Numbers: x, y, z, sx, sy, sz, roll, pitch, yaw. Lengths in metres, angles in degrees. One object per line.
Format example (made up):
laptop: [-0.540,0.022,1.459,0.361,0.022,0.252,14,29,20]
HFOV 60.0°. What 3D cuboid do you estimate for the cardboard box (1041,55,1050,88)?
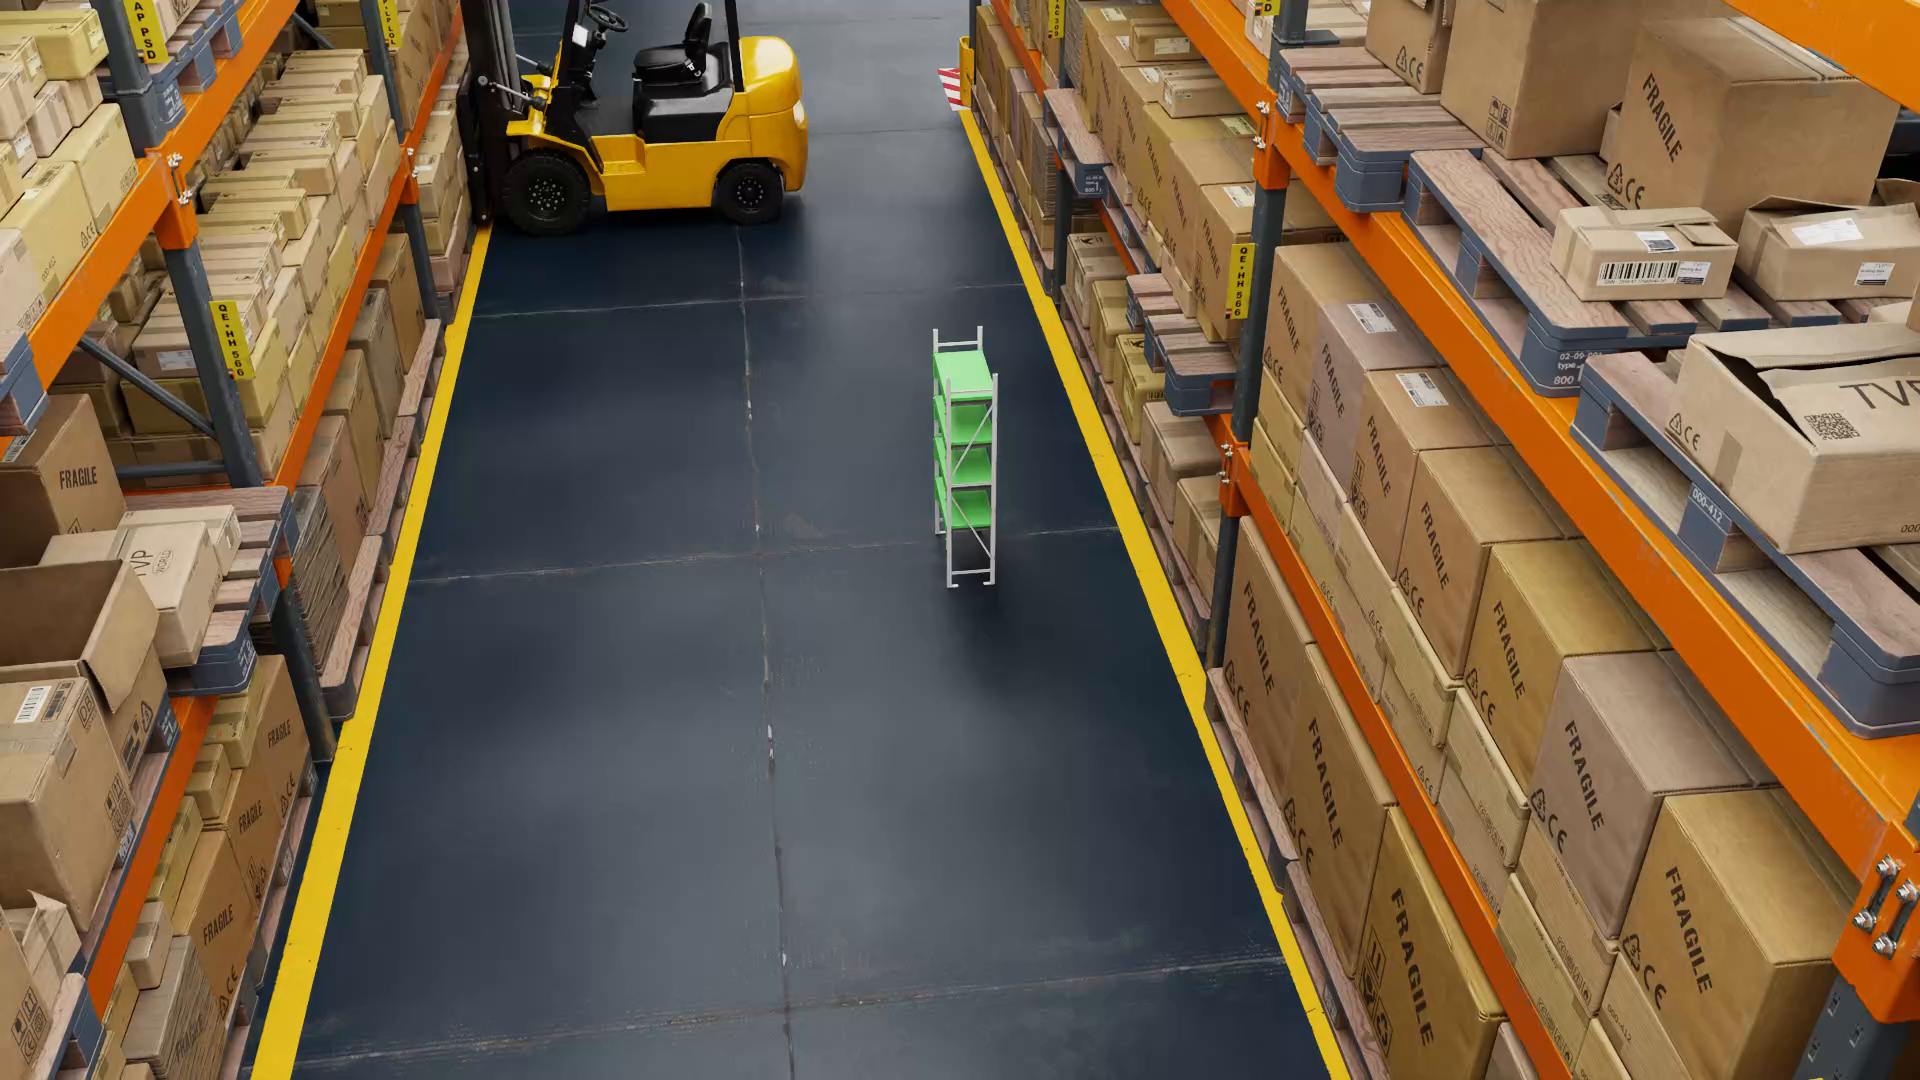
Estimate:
cardboard box: [0.734,-3.055,10.792,0.380,0.149,0.250,-4,34,-5]

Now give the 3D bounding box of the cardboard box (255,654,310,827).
cardboard box: [-2.991,0.825,6.722,0.500,0.500,0.500,-3,34,-5]

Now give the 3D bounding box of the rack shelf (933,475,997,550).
rack shelf: [0.022,-0.152,8.448,0.258,0.148,0.480,-4,35,-6]

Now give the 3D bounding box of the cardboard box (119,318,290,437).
cardboard box: [-3.054,-0.666,6.753,0.500,0.250,0.500,-4,35,-6]

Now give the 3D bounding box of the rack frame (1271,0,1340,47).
rack frame: [1.657,-3.111,5.324,1.000,3.000,0.127,-4,35,-6]

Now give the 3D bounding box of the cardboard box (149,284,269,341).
cardboard box: [-3.049,-0.912,6.760,0.380,0.149,0.250,-4,34,-5]

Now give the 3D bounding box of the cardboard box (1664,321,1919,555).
cardboard box: [1.869,-0.252,3.499,0.500,0.311,0.500,-4,35,-6]

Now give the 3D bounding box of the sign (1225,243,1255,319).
sign: [1.121,-1.031,6.642,0.100,0.325,0.005,-4,35,-6]

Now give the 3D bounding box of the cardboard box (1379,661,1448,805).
cardboard box: [1.695,0.576,5.375,0.500,0.250,0.500,-4,35,-6]

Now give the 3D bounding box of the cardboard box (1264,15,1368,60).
cardboard box: [1.407,-1.927,6.474,0.380,0.149,0.250,-4,35,-6]

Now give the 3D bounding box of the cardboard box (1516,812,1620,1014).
cardboard box: [1.820,0.950,4.382,0.500,0.250,0.500,-4,34,-5]

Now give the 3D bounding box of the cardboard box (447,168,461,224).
cardboard box: [-3.628,-2.304,11.092,0.500,0.250,0.500,-5,35,-7]

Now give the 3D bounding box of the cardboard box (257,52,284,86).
cardboard box: [-3.964,-2.583,9.212,0.380,0.149,0.250,-5,35,-7]

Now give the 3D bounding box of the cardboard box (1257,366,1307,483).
cardboard box: [1.481,-0.475,6.473,0.500,0.250,0.500,-5,35,-7]

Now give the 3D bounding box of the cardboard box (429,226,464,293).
cardboard box: [-3.536,-1.818,10.823,0.500,0.250,0.500,-4,34,-6]

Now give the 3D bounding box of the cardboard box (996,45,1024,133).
cardboard box: [0.554,-3.387,12.459,0.500,0.500,0.500,-4,34,-5]

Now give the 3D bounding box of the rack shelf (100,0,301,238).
rack shelf: [-3.530,-2.312,7.454,1.077,0.370,4.000,-4,35,-6]

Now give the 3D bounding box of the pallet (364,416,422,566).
pallet: [-3.494,-0.243,8.919,1.003,0.211,1.213,-4,35,-6]

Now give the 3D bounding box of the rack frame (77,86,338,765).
rack frame: [-3.261,-0.254,6.459,1.000,3.000,0.127,-4,35,-6]

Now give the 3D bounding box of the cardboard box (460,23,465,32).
cardboard box: [-3.966,-3.935,13.042,0.500,0.250,0.500,-3,34,-5]

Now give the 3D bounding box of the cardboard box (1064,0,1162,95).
cardboard box: [0.898,-2.918,9.643,0.500,0.500,0.500,-4,34,-5]

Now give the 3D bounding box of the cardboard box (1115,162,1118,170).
cardboard box: [1.044,-2.024,8.907,0.380,0.149,0.250,-4,34,-6]

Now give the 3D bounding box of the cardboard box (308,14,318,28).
cardboard box: [-4.190,-3.036,10.452,0.500,0.500,0.500,-4,34,-6]

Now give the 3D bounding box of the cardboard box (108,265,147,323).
cardboard box: [-3.625,-1.016,6.912,0.380,0.149,0.250,-4,35,-6]

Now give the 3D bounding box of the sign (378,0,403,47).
sign: [-3.262,-2.978,9.499,0.100,0.325,0.005,-4,35,-6]

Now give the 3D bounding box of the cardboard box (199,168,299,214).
cardboard box: [-3.327,-1.621,7.800,0.380,0.149,0.250,-4,35,-6]

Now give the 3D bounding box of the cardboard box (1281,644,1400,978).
cardboard box: [1.784,0.962,6.188,0.875,0.875,0.875,-4,34,-6]

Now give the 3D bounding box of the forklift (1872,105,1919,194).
forklift: [3.476,-0.897,7.463,1.130,2.935,3.031,-3,34,-5]

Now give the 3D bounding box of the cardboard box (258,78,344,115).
cardboard box: [-3.499,-2.338,8.853,0.380,0.149,0.250,-4,35,-6]

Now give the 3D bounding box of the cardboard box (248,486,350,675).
cardboard box: [-3.331,0.205,7.521,0.875,0.625,0.625,-3,34,-5]

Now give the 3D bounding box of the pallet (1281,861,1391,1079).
pallet: [1.849,1.645,6.148,1.003,0.211,1.213,-4,35,-6]

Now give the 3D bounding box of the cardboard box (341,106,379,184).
cardboard box: [-3.403,-2.089,8.841,0.500,0.250,0.500,-5,35,-8]

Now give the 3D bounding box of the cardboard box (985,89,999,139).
cardboard box: [0.477,-3.377,13.110,0.500,0.250,0.500,-3,34,-5]

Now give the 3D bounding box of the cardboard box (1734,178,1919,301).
cardboard box: [2.296,-0.803,4.348,0.396,0.266,0.258,-2,34,-2]

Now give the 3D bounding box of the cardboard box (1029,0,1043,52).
cardboard box: [0.737,-3.544,10.934,0.500,0.500,0.500,-3,34,-5]

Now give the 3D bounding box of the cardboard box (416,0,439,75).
cardboard box: [-3.755,-3.366,10.938,0.500,0.500,0.500,-5,35,-7]

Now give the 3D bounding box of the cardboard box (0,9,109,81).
cardboard box: [-2.921,-1.550,5.212,0.380,0.149,0.250,-3,34,-5]

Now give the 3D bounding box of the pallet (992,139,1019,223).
pallet: [0.827,-2.766,12.621,1.003,0.211,1.213,-4,35,-6]

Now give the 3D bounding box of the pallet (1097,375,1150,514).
pallet: [1.393,-0.595,9.436,1.003,0.211,1.213,-4,35,-6]

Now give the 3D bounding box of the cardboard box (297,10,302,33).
cardboard box: [-4.165,-3.092,9.959,0.380,0.149,0.250,-5,35,-8]

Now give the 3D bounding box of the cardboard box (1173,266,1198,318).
cardboard box: [1.194,-1.148,7.621,0.380,0.149,0.250,-5,35,-7]

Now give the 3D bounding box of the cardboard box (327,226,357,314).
cardboard box: [-3.285,-1.315,8.150,0.500,0.250,0.500,-3,34,-5]

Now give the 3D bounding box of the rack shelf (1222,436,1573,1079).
rack shelf: [1.926,0.782,5.578,1.077,0.370,4.000,-4,35,-6]

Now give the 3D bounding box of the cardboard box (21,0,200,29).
cardboard box: [-3.117,-2.172,6.060,0.500,0.500,0.500,-4,34,-6]

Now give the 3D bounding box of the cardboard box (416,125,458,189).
cardboard box: [-3.612,-2.516,10.959,0.500,0.250,0.500,-4,35,-6]

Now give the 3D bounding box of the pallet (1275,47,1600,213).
pallet: [1.796,-1.438,5.701,1.213,0.211,1.003,-3,34,-4]

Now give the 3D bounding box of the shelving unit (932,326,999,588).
shelving unit: [0.022,-0.403,8.277,0.258,1.200,0.503,-4,35,-6]

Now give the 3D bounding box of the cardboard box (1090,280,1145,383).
cardboard box: [1.292,-1.258,9.893,0.950,0.372,0.625,-2,34,-3]

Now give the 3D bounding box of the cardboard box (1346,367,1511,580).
cardboard box: [1.612,-0.227,5.442,0.500,0.500,0.500,-3,34,-5]

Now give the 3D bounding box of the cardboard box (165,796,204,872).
cardboard box: [-2.894,1.045,5.824,0.380,0.149,0.250,-3,34,-5]

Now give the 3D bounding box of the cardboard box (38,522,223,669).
cardboard box: [-2.798,0.199,5.555,0.500,0.250,0.500,-6,35,-9]

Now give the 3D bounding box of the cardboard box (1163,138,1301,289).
cardboard box: [1.240,-1.490,7.547,0.500,0.500,0.500,-5,35,-7]

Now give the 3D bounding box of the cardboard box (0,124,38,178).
cardboard box: [-2.949,-1.122,4.848,0.380,0.149,0.250,-4,34,-5]

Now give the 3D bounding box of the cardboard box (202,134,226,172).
cardboard box: [-3.845,-1.867,8.162,0.380,0.149,0.250,-5,35,-7]
